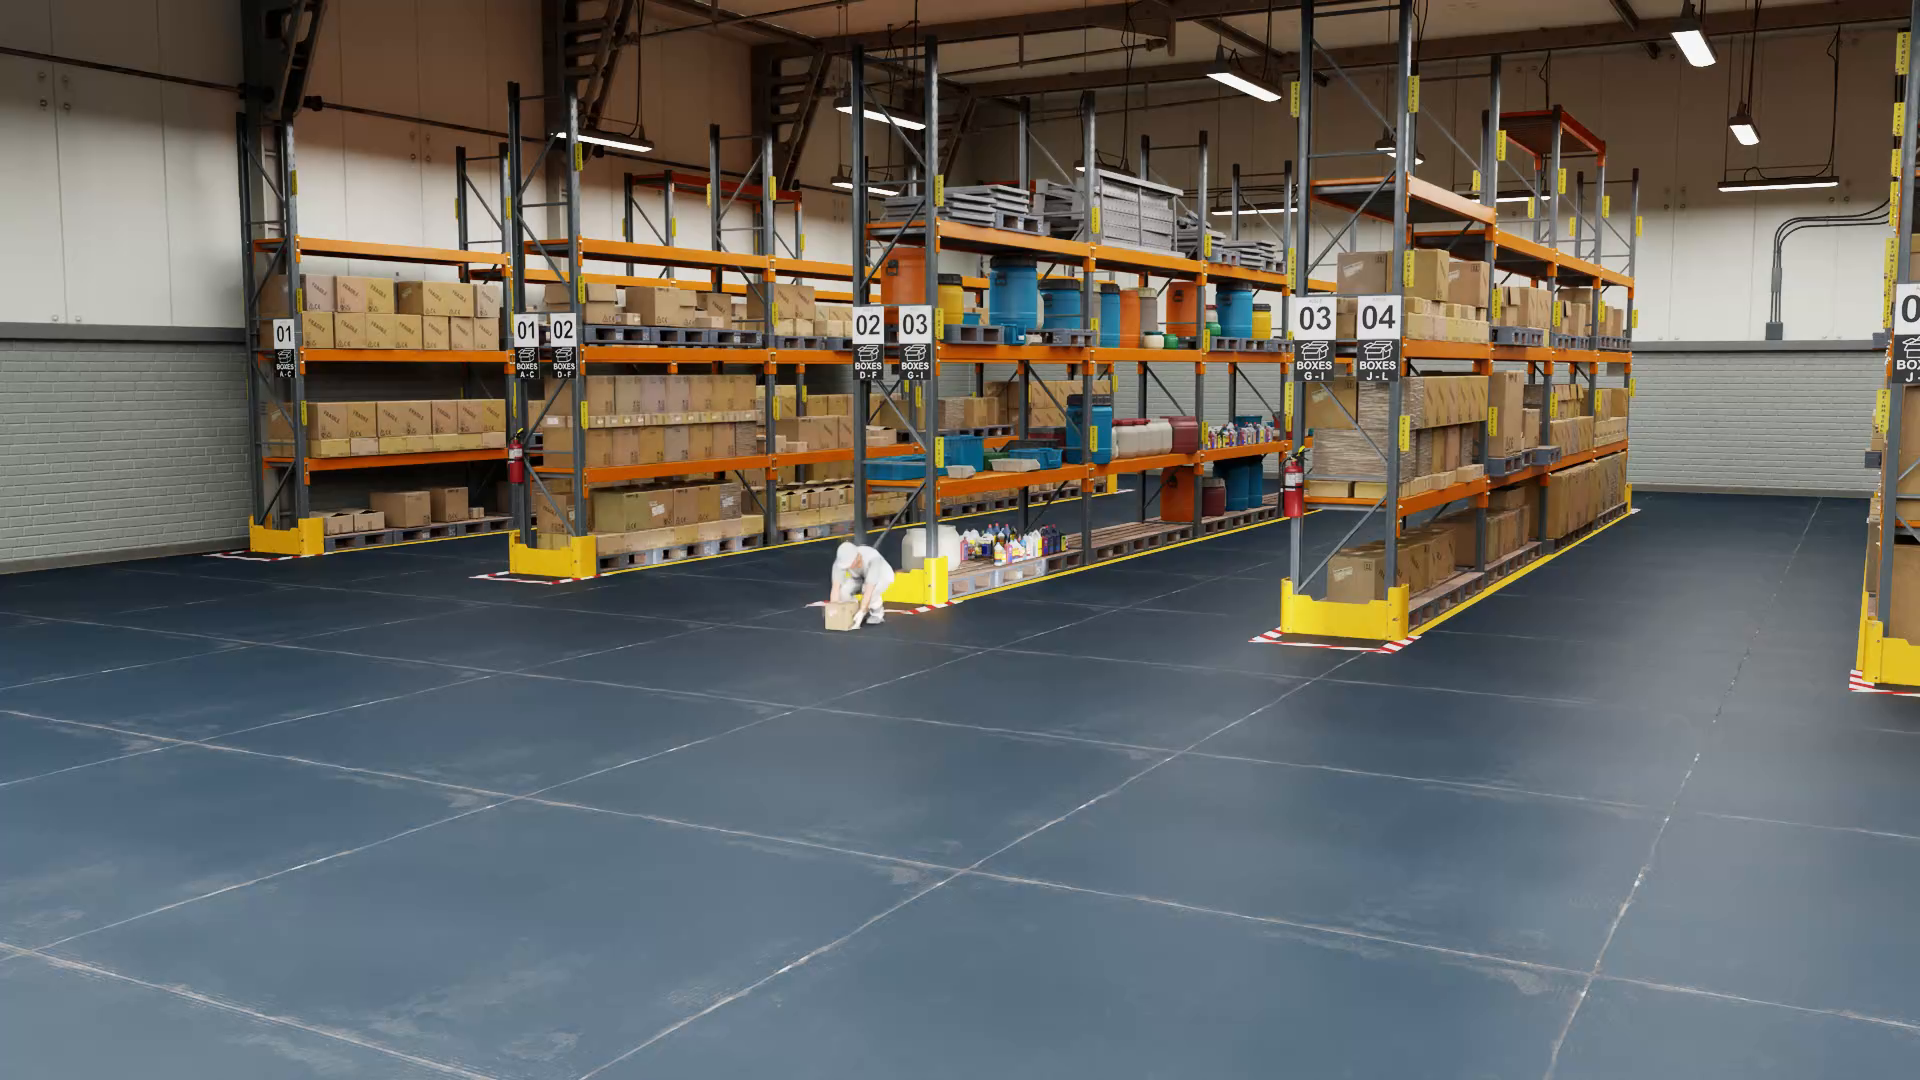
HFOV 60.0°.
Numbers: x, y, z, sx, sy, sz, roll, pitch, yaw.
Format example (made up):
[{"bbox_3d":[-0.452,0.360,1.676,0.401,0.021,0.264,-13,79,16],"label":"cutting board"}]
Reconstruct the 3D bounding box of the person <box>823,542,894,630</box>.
[{"bbox_3d":[-0.979,0.422,16.530,0.562,0.878,0.891,3,7,29],"label":"person"}]
